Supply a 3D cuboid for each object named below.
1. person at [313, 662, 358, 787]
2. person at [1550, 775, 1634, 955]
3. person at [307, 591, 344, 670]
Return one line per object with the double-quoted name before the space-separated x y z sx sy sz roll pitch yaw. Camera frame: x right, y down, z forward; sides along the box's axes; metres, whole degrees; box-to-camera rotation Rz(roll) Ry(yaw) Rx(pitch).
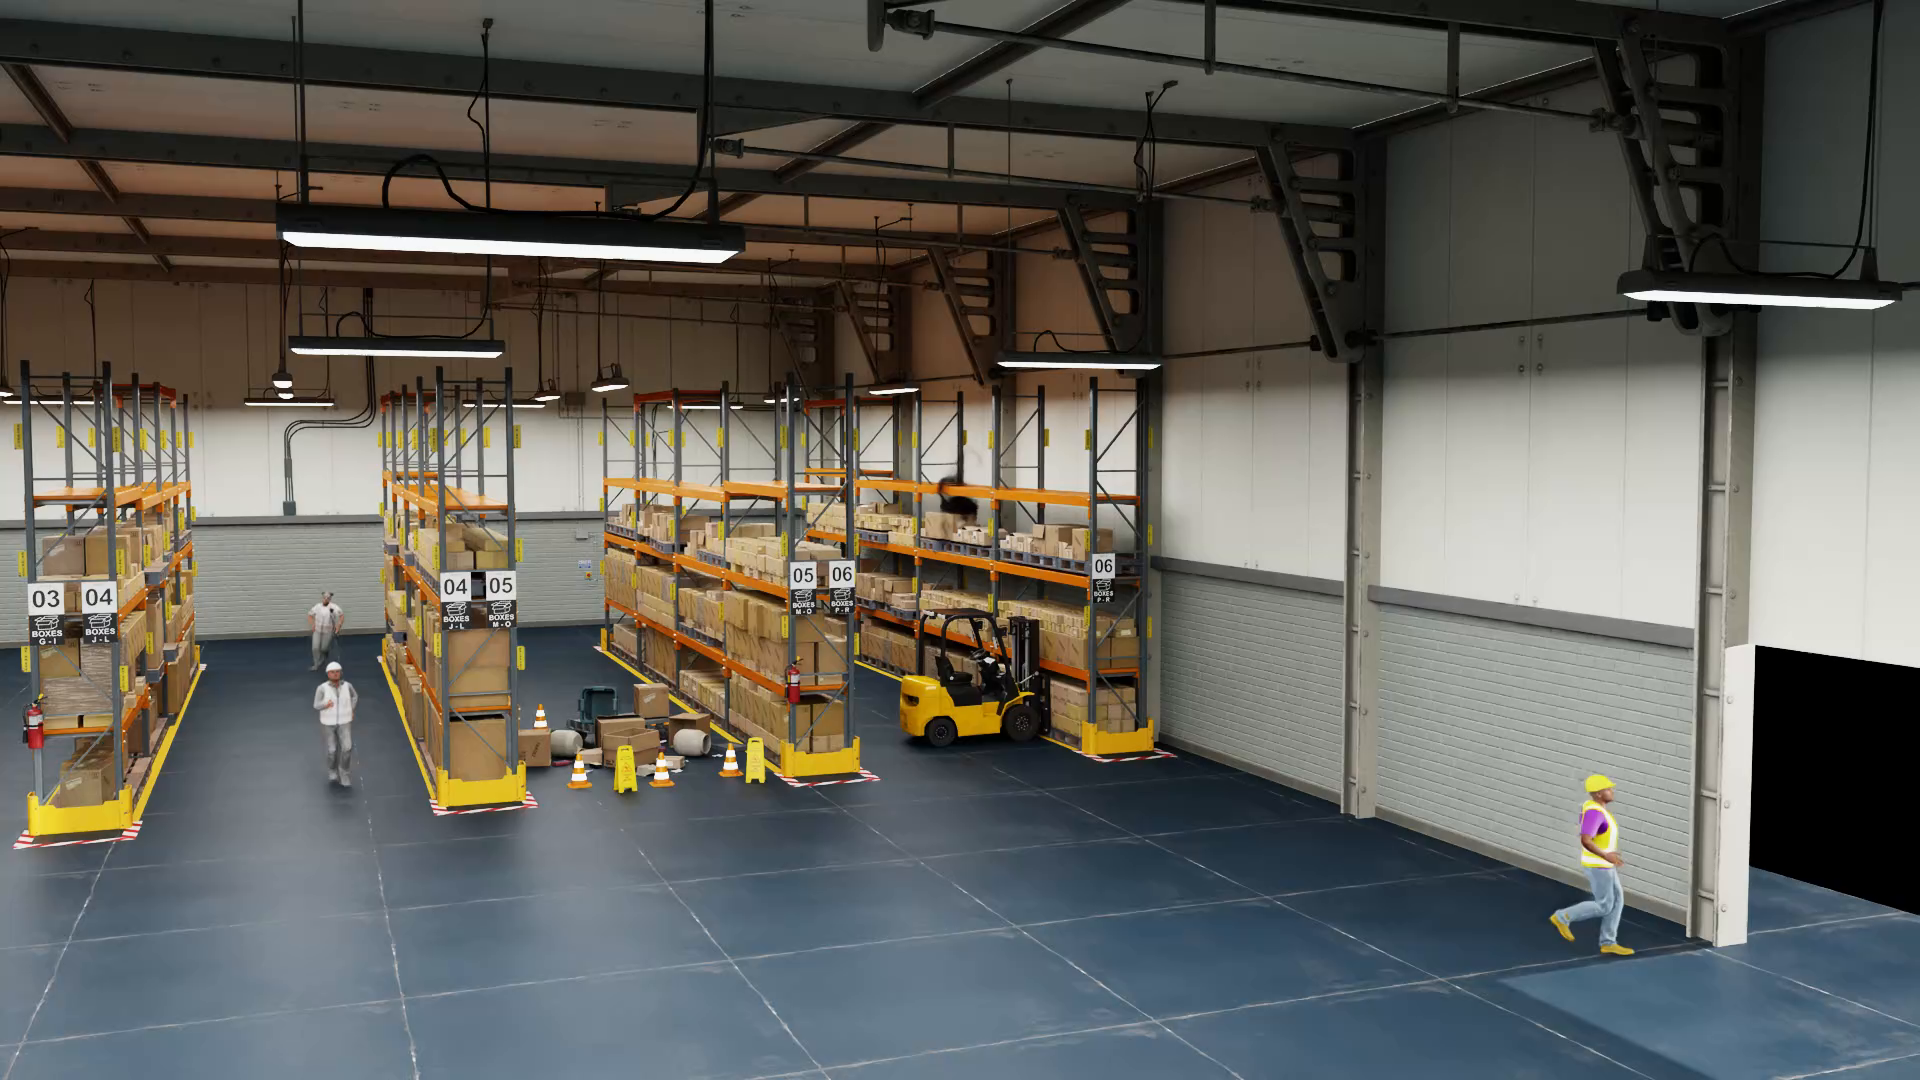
"person" -9.021 2.674 24.077 0.637 1.814 0.711 -2 4 -26
"person" 6.183 3.152 16.221 0.773 1.741 0.719 1 4 22
"person" -13.885 1.967 36.387 0.750 1.714 0.570 -1 3 -10
